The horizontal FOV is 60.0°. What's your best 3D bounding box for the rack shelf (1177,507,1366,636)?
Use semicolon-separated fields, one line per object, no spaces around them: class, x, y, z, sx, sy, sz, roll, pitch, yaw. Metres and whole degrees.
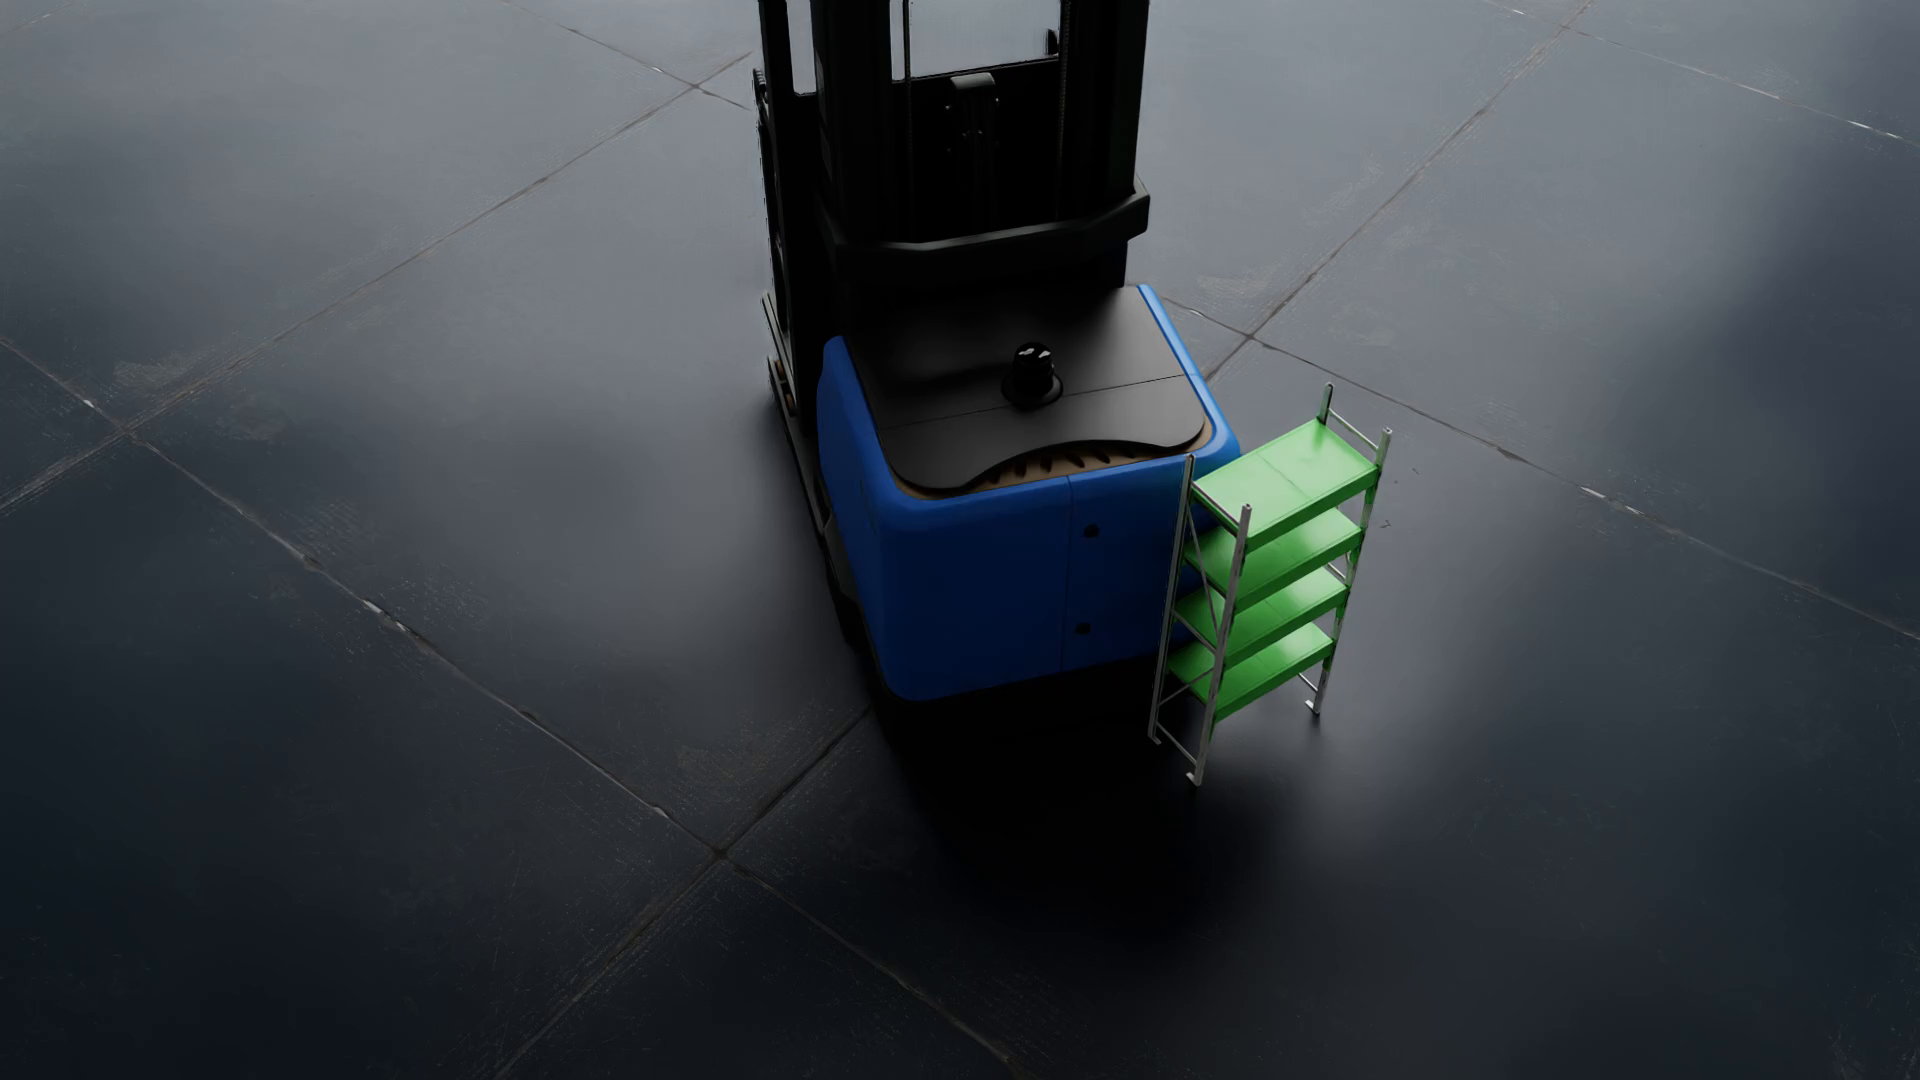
rack shelf;0.859;0.040;4.638;0.480;0.148;0.258;-27;52;-23

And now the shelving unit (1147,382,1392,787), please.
shelving unit;0.859;0.161;4.766;0.503;1.200;0.258;-27;52;-23

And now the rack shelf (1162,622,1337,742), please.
rack shelf;0.858;0.370;4.986;0.480;0.148;0.258;-27;52;-23

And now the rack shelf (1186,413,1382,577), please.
rack shelf;0.860;-0.126;4.464;0.480;0.148;0.258;-27;52;-23

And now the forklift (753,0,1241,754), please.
forklift;-0.087;-1.453;5.111;1.130;2.935;3.031;-11;47;-10

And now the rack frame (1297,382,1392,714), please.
rack frame;1.059;0.060;4.862;0.015;1.200;0.240;-27;52;-23

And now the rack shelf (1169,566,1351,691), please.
rack shelf;0.859;0.205;4.812;0.480;0.148;0.258;-27;52;-23

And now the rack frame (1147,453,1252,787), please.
rack frame;0.658;0.261;4.670;0.015;1.200;0.240;-27;52;-23
